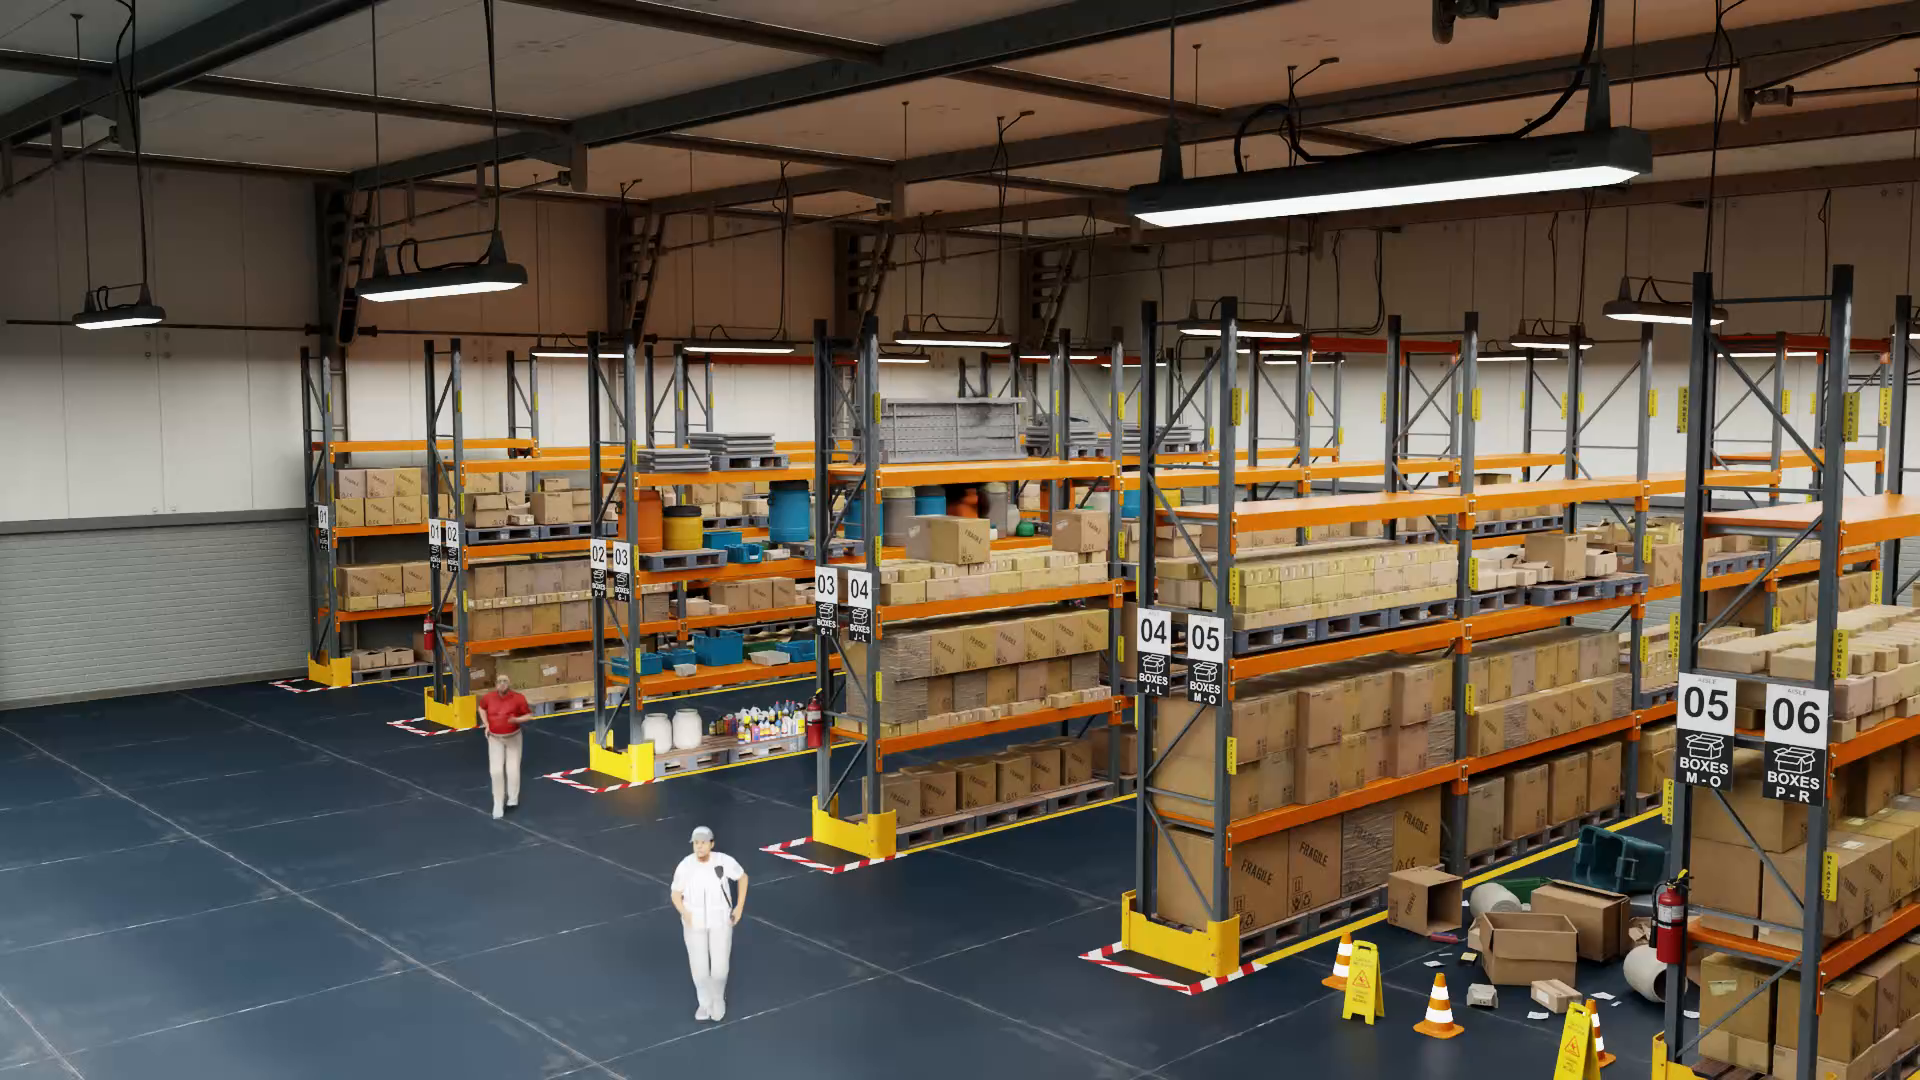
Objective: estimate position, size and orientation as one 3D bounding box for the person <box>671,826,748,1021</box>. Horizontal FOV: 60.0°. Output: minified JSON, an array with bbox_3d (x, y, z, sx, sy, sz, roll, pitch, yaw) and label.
[{"bbox_3d":[-2.062,3.154,13.624,0.618,1.626,0.588,0,5,-2],"label":"person"}]

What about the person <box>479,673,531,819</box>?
[{"bbox_3d":[-5.600,2.516,20.456,0.649,1.778,0.739,-1,5,-10],"label":"person"}]
